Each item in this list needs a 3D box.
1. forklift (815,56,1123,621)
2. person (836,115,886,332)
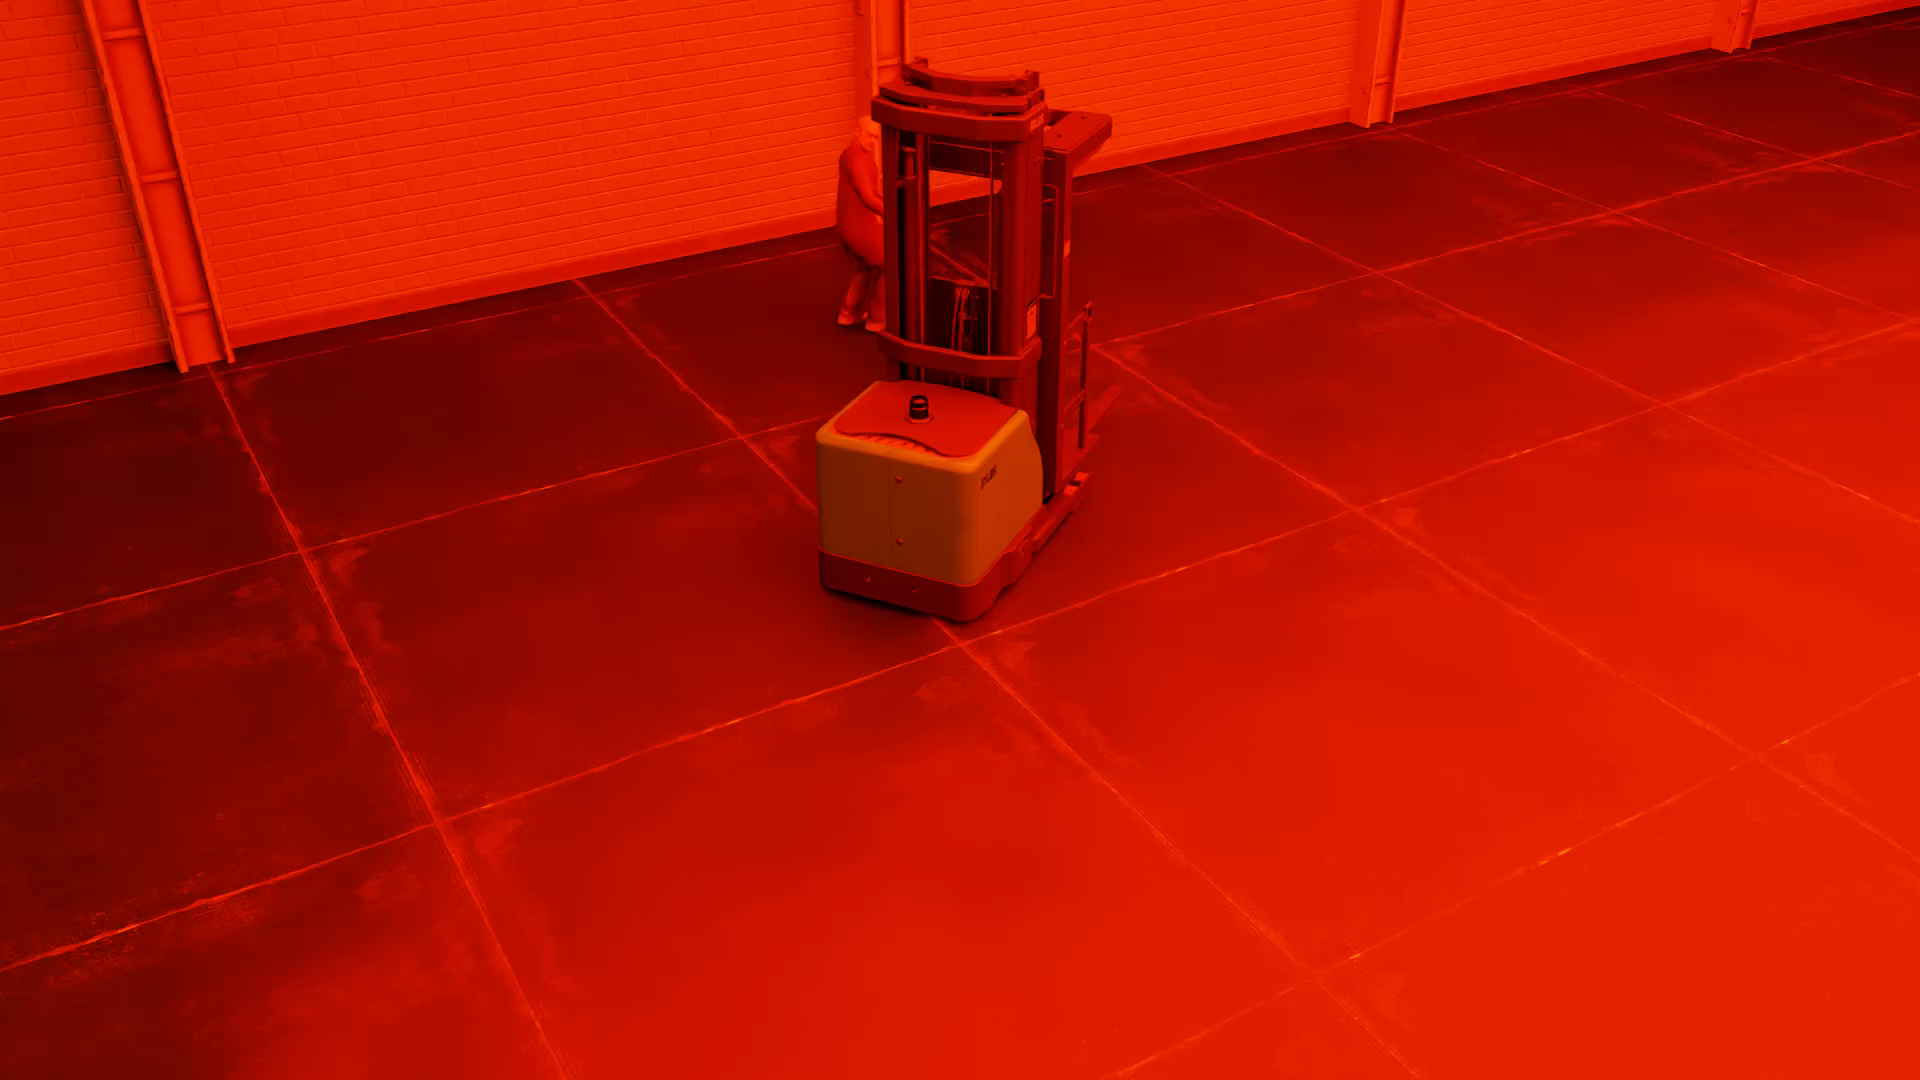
[{"bbox_3d":[0.232,-1.530,10.202,1.130,2.935,3.031,13,33,21],"label":"forklift"},{"bbox_3d":[-0.660,-2.449,12.969,0.644,1.737,0.829,-13,33,-21],"label":"person"}]
